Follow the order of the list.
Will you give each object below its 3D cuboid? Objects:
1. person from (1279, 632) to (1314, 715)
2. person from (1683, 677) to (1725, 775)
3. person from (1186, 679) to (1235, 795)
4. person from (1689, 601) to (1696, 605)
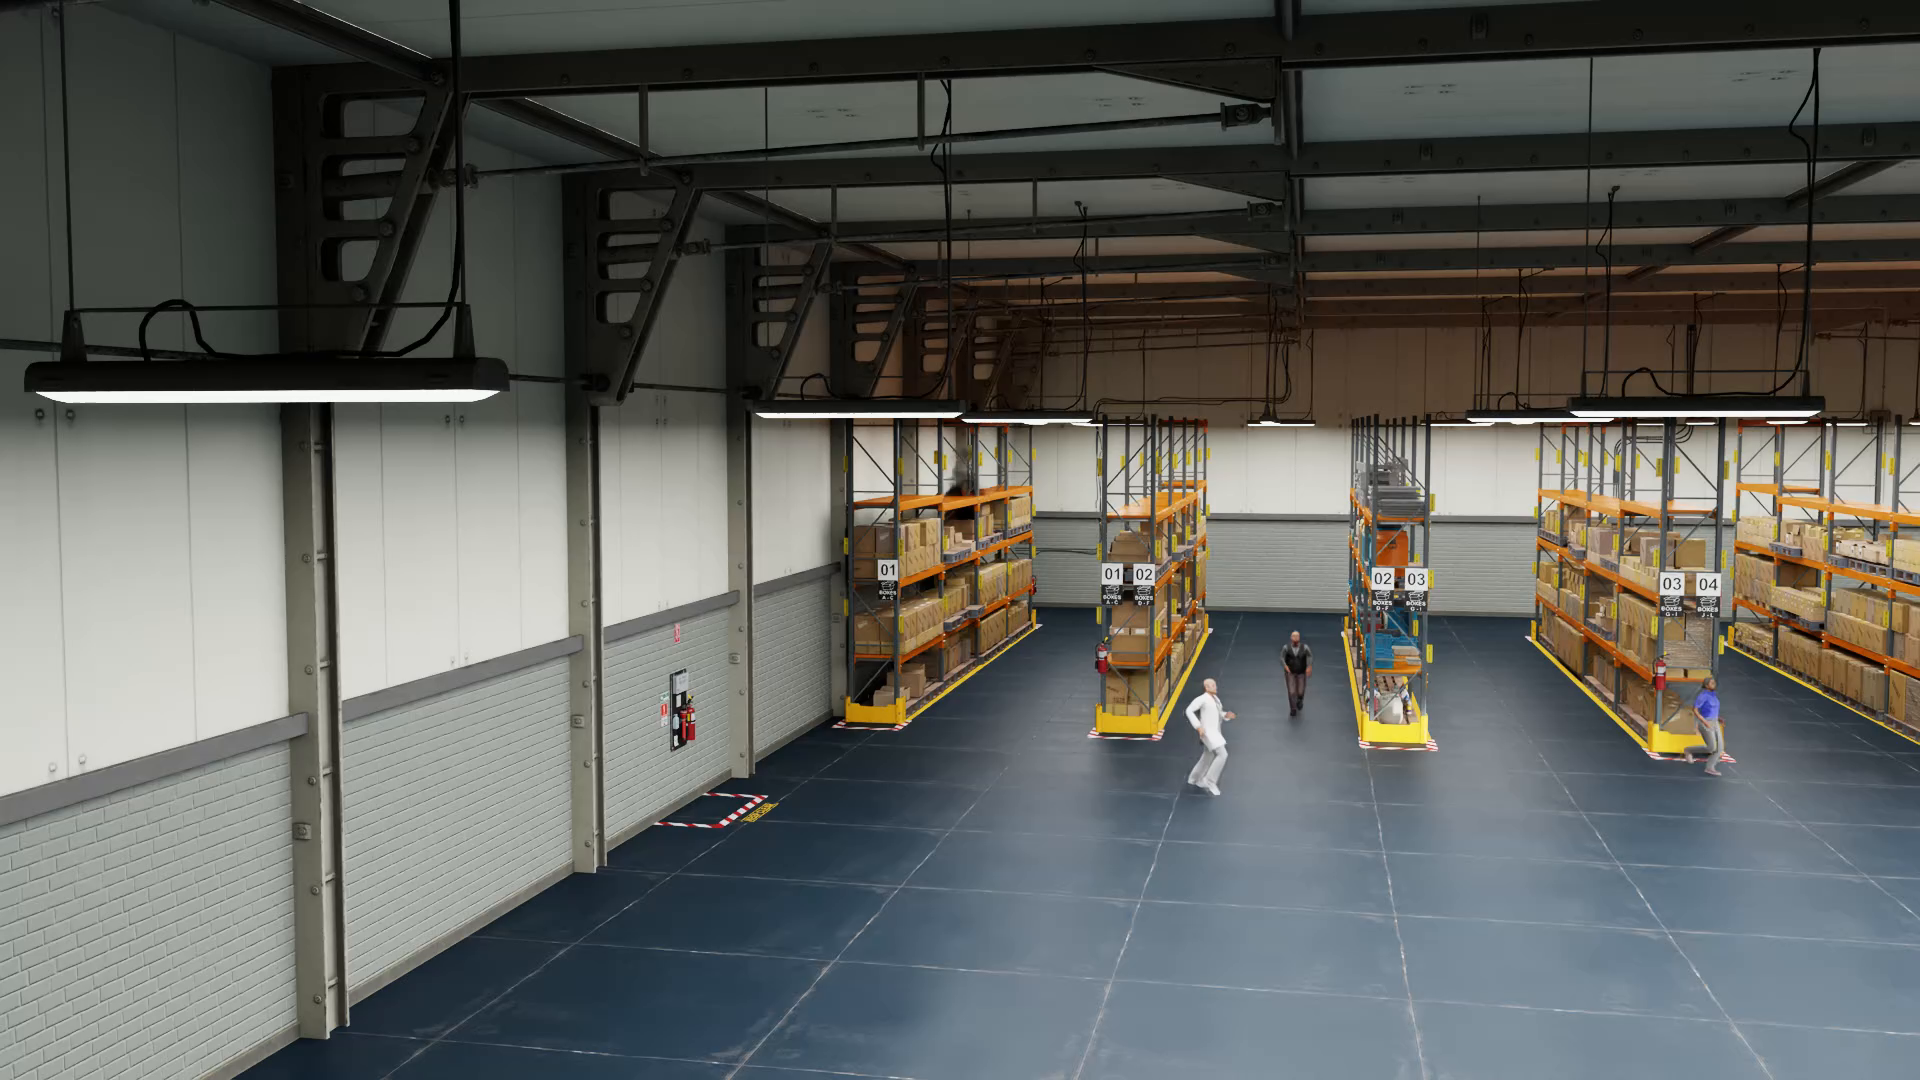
[{"bbox_3d":[6.736,2.669,33.310,0.692,1.680,0.599,1,4,9],"label":"person"},{"bbox_3d":[12.430,3.091,27.707,0.590,1.605,0.623,-3,5,-39],"label":"person"},{"bbox_3d":[3.948,3.096,26.196,0.798,1.823,0.659,2,4,27],"label":"person"},{"bbox_3d":[19.803,1.891,45.025,0.712,1.703,0.853,-3,5,-38],"label":"person"}]
